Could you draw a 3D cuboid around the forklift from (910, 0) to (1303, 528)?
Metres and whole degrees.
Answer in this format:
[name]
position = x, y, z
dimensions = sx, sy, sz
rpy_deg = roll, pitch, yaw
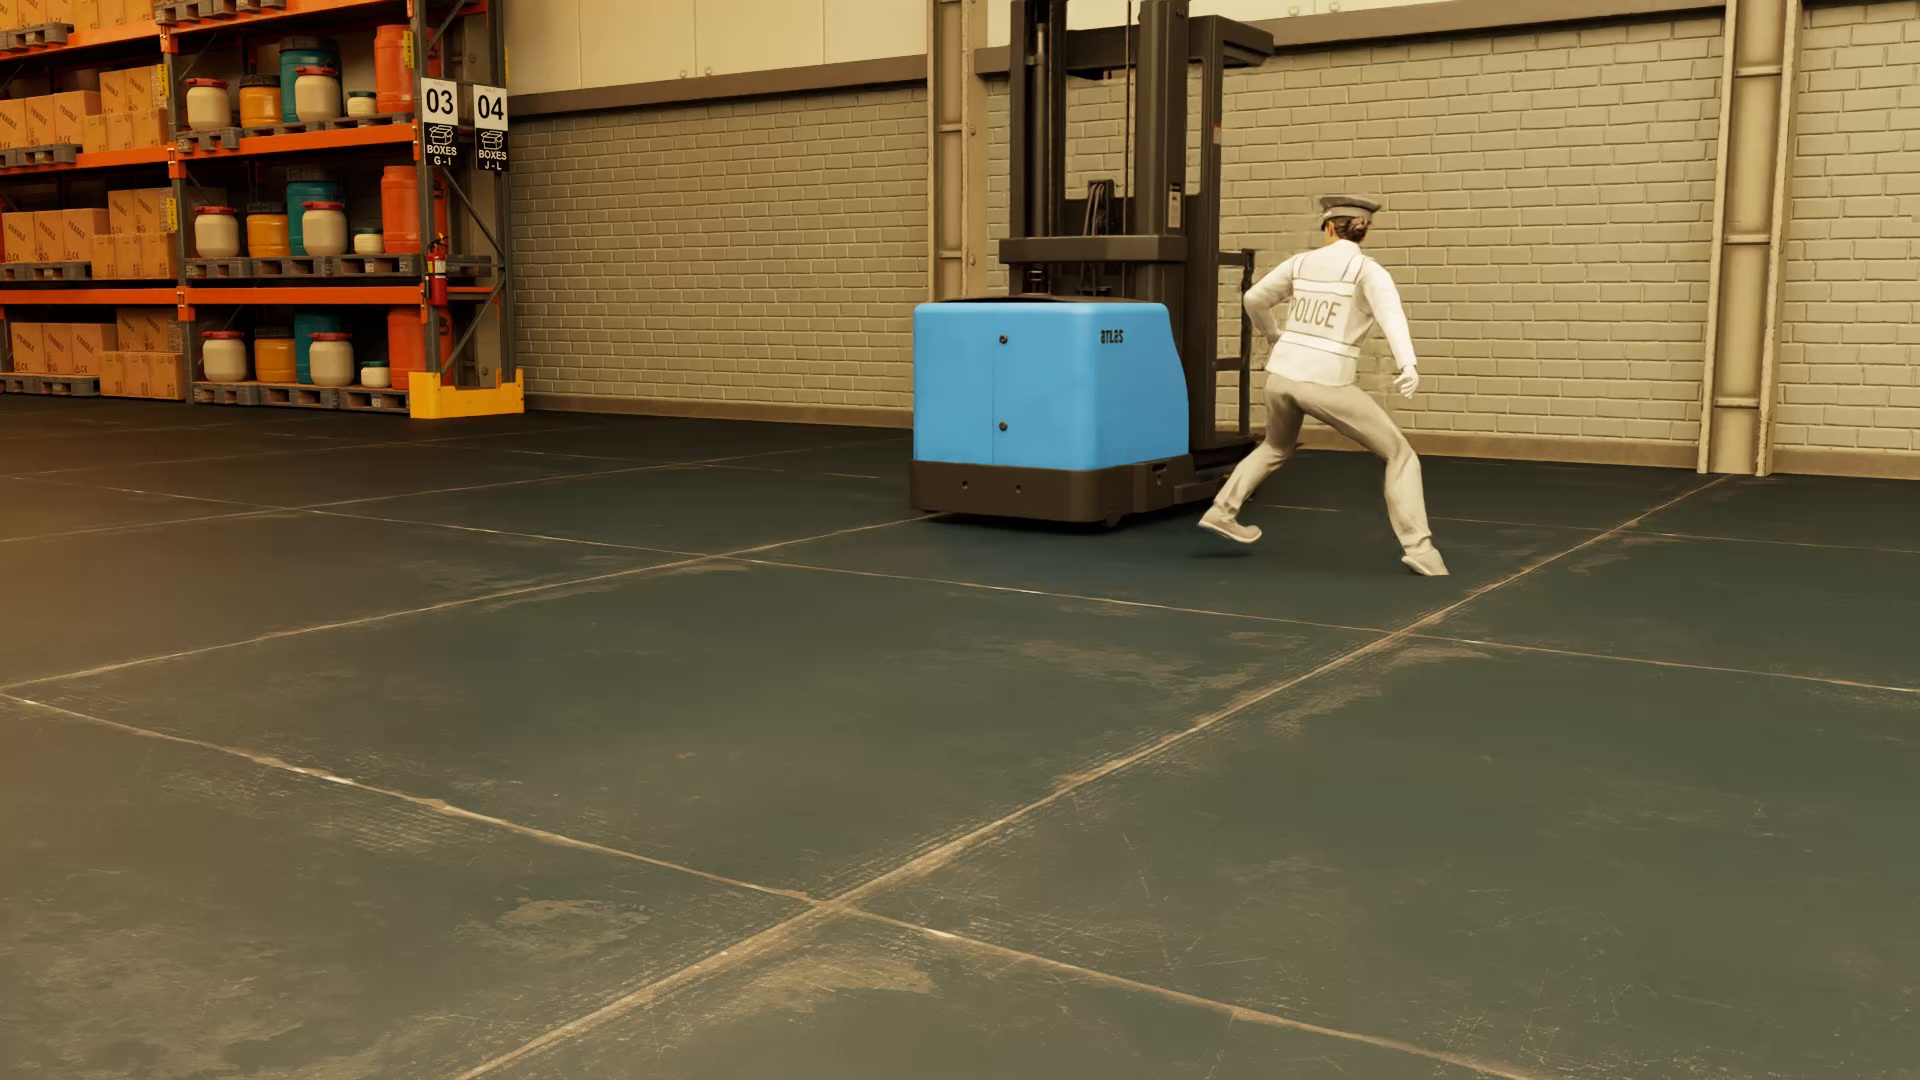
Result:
[forklift]
position = 0.988, -1.673, 8.959
dimensions = 1.130, 2.935, 3.031
rpy_deg = 5, 10, 33

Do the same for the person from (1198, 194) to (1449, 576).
[person]
position = 1.527, -0.596, 6.778
dimensions = 0.520, 1.606, 1.060
rpy_deg = -6, 10, -37
